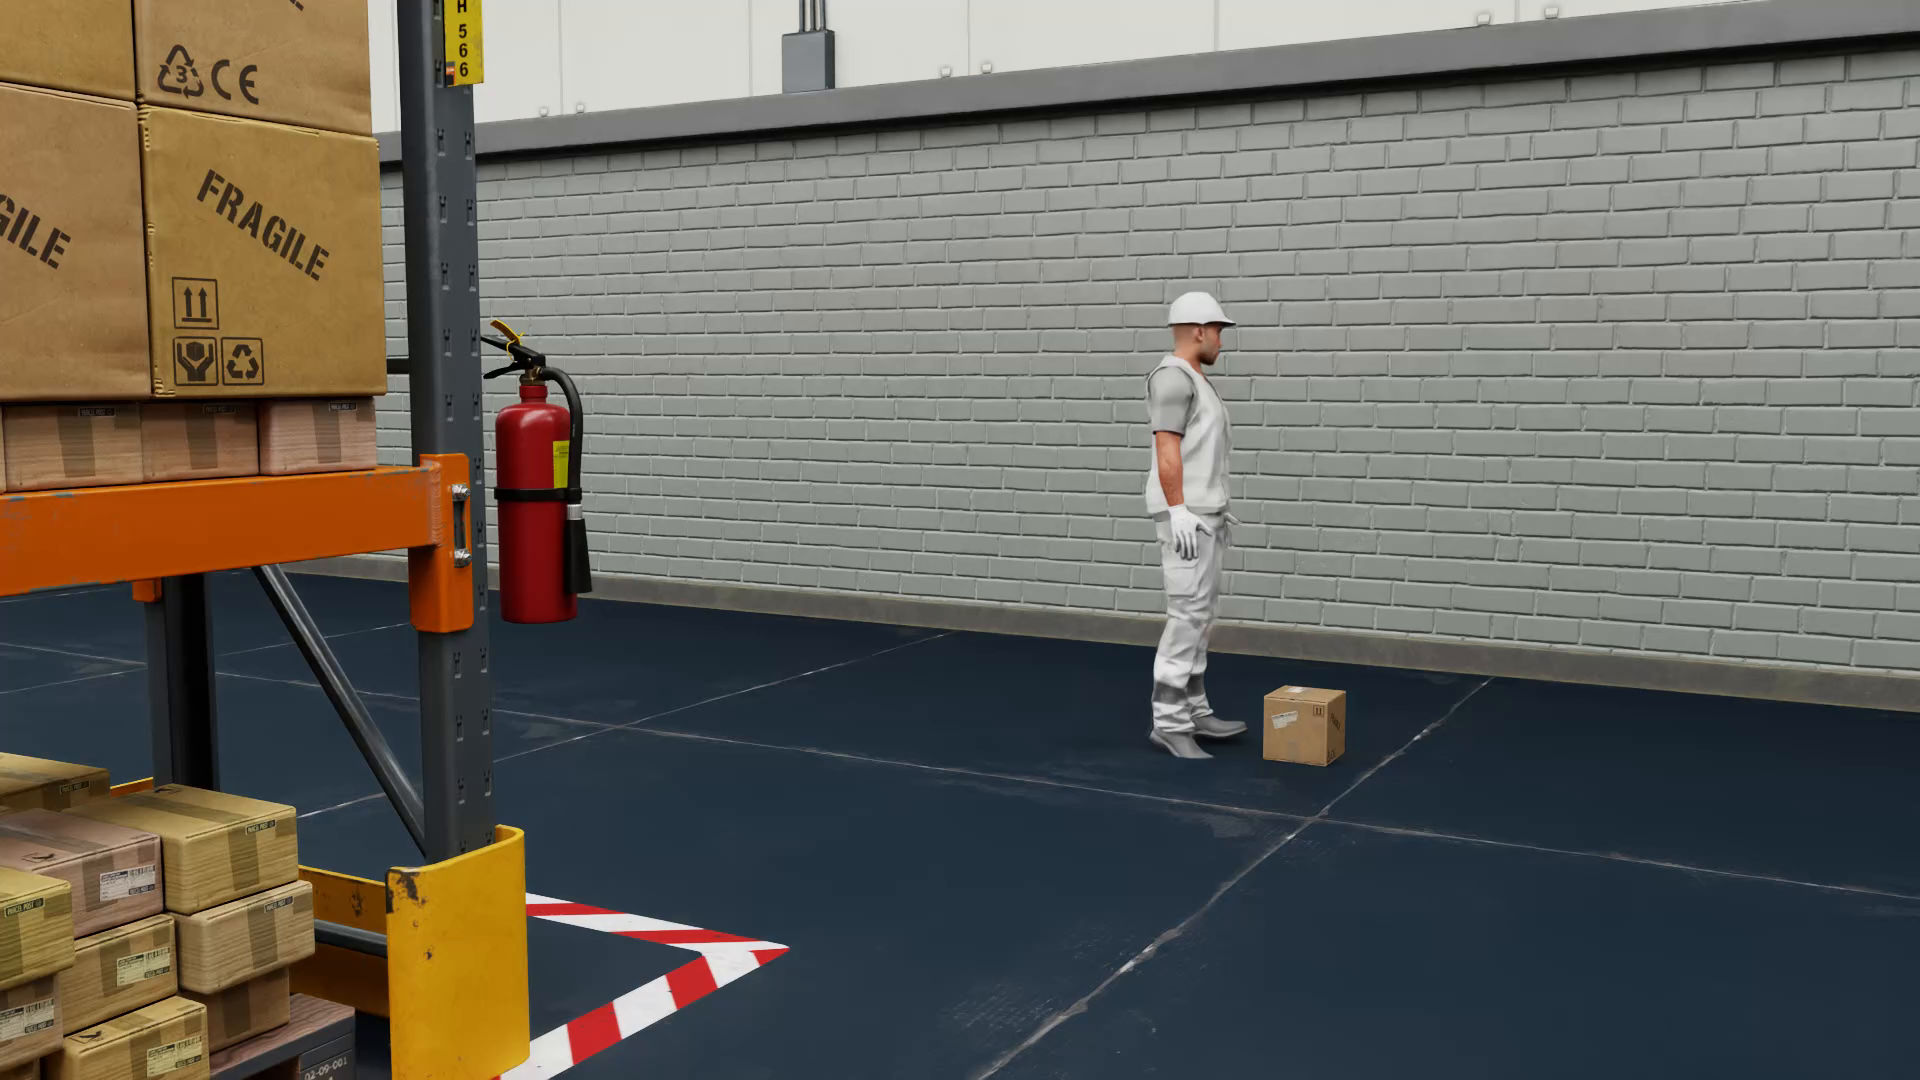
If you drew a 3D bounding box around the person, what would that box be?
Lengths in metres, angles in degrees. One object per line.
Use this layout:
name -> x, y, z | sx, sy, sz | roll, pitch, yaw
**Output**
person -> 0.954, -0.056, 6.630 | 0.401, 1.849, 0.630 | 2, 6, 21
